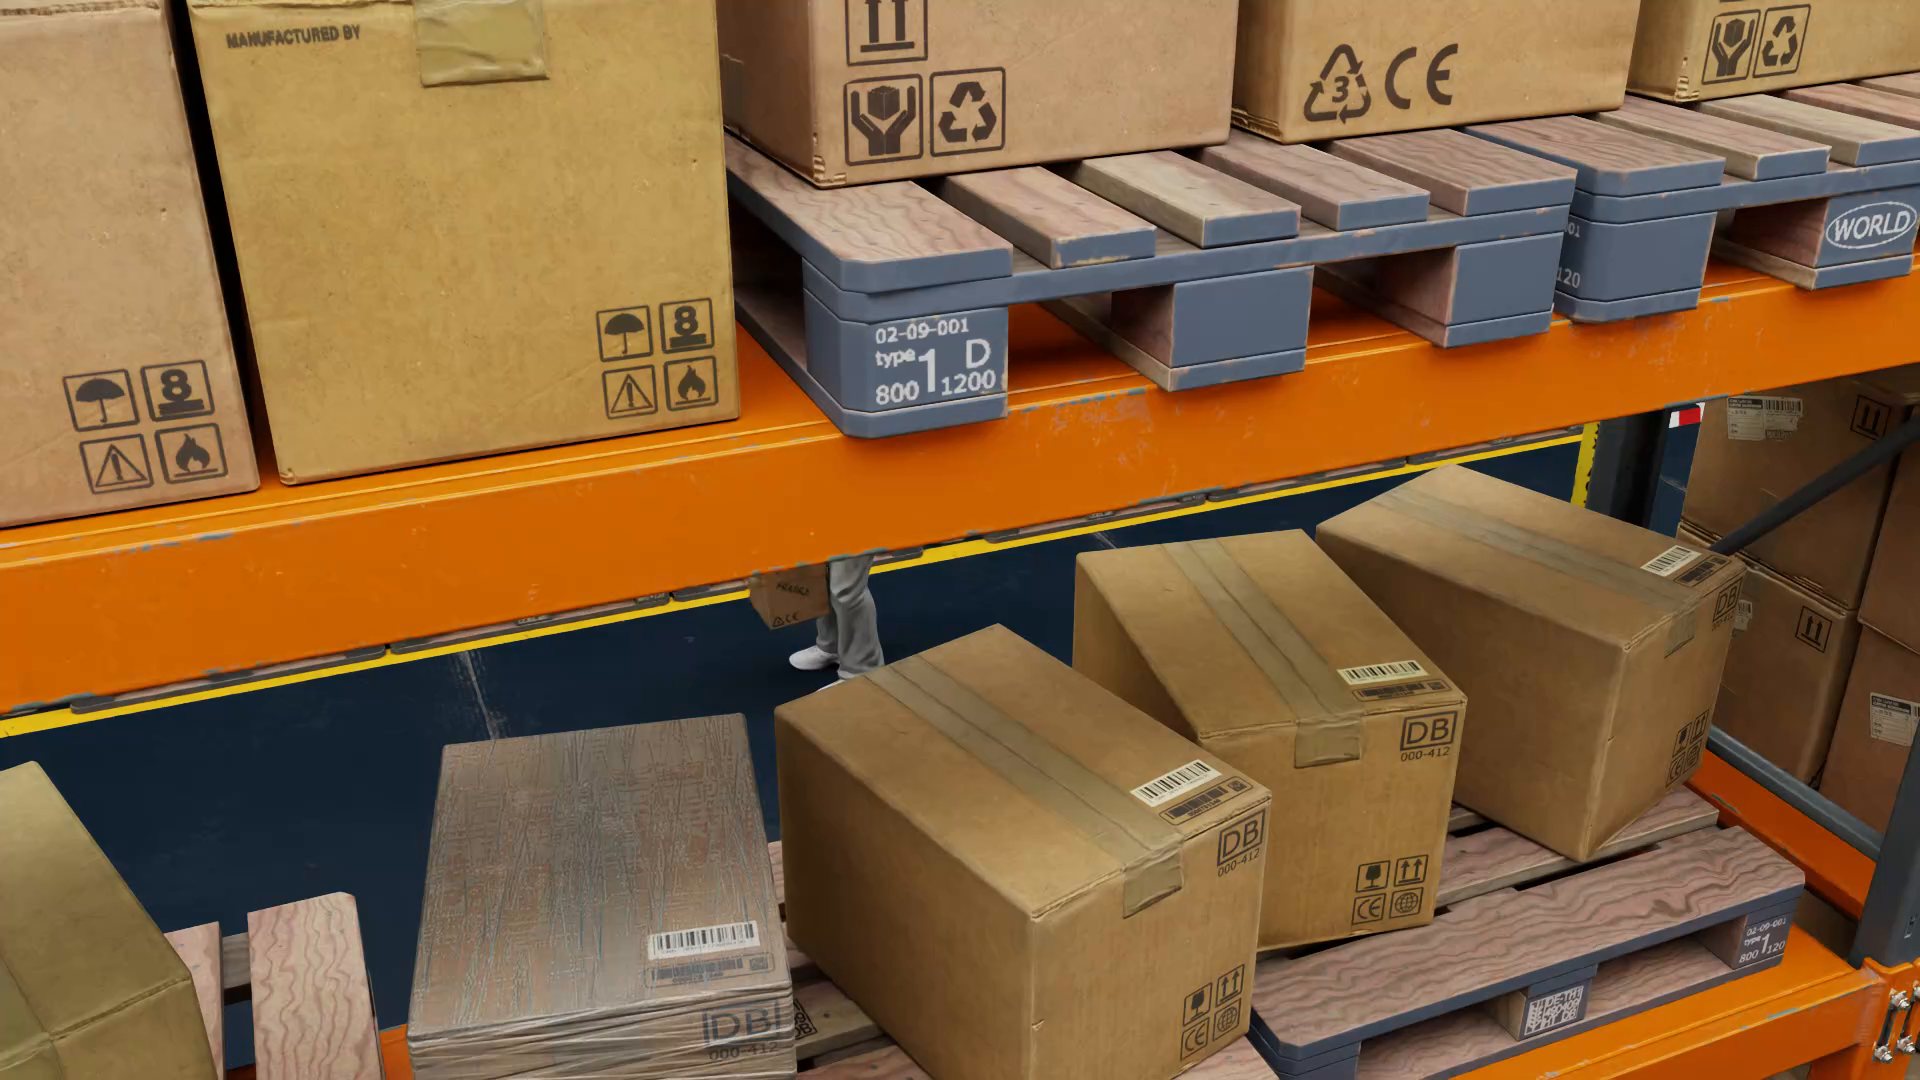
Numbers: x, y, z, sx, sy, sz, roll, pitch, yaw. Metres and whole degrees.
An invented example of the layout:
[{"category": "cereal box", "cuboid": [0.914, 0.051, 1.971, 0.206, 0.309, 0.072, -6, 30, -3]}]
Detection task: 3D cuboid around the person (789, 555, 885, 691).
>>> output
[{"category": "person", "cuboid": [-0.464, -0.173, 6.464, 0.362, 1.676, 0.474, -11, 28, -22]}]
